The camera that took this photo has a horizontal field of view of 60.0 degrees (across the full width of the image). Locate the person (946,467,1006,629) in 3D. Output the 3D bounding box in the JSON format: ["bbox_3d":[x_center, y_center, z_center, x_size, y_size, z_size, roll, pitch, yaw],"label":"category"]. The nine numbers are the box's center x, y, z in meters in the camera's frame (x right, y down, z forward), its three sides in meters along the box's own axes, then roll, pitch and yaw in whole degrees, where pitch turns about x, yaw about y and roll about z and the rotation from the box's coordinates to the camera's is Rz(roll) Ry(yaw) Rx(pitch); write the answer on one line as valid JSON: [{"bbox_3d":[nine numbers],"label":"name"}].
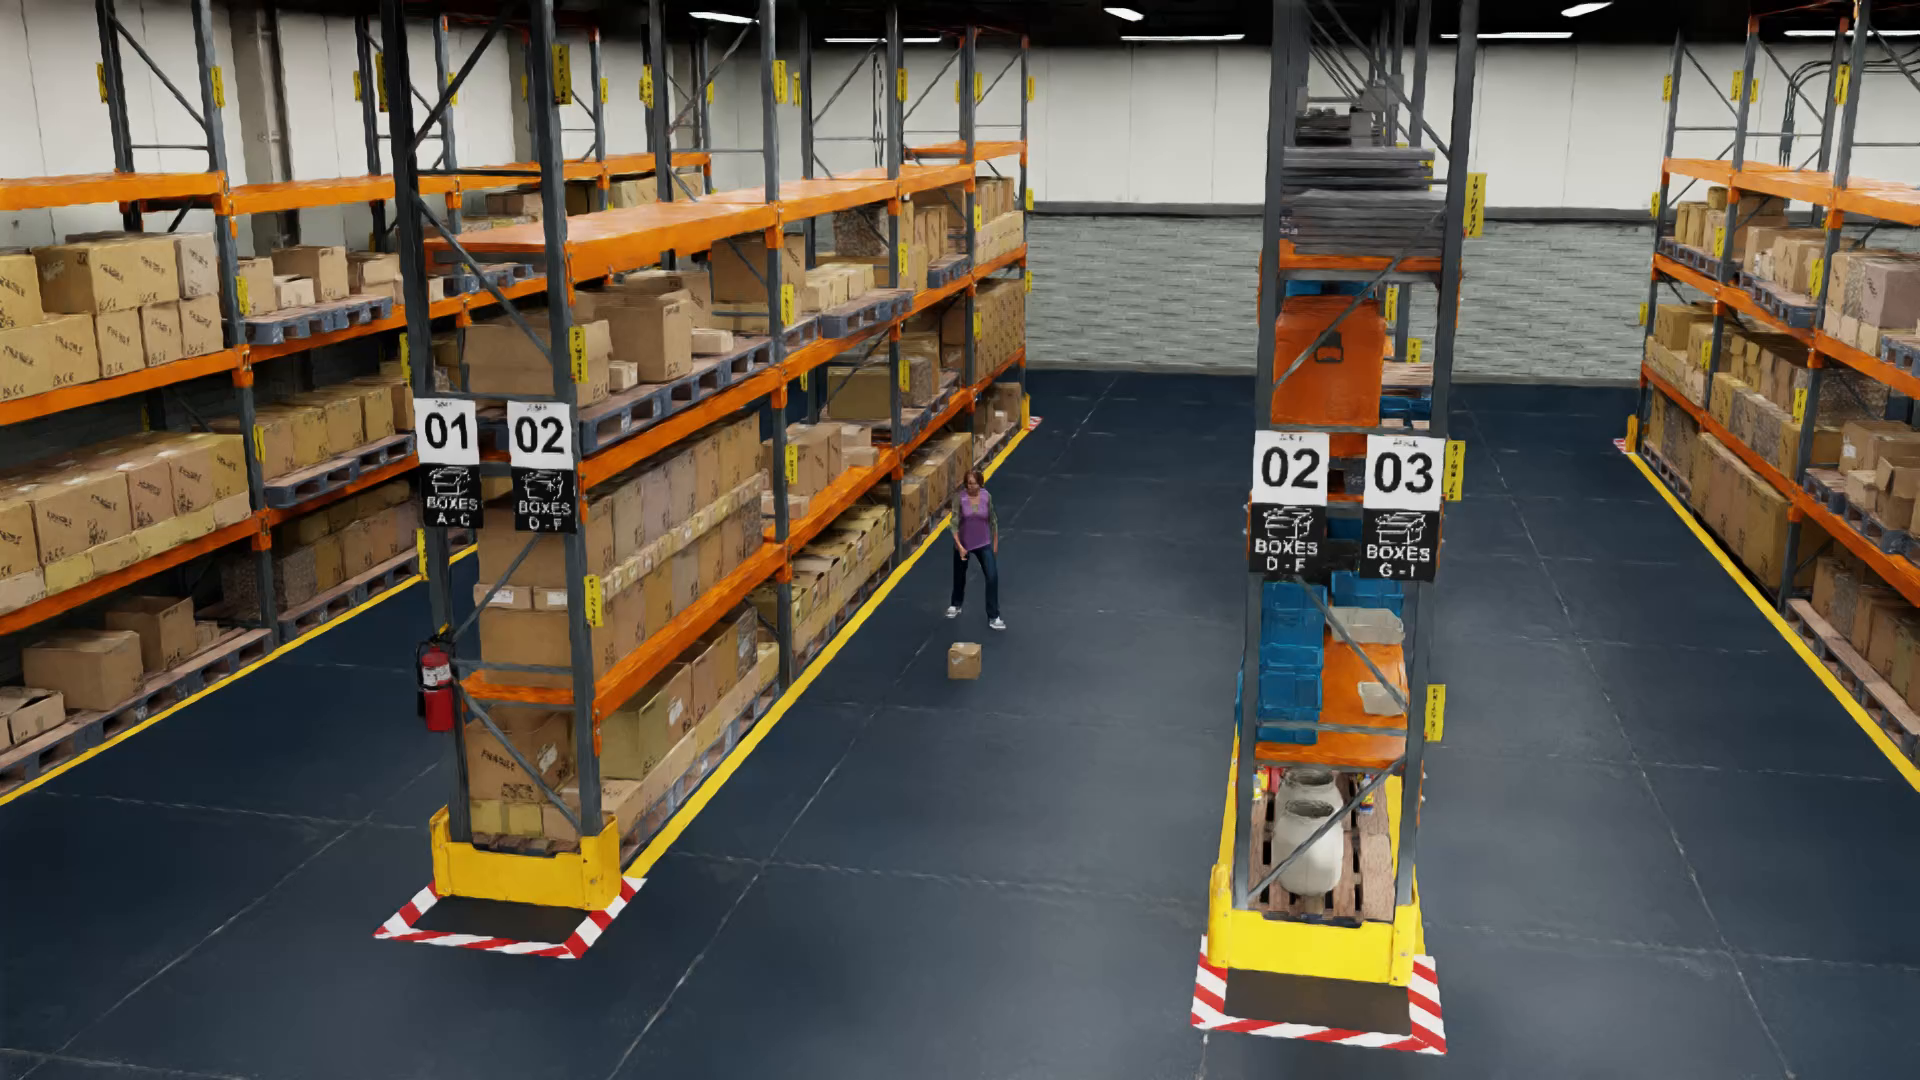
[{"bbox_3d":[0.140,0.044,15.911,0.515,1.543,0.726,-2,15,-7],"label":"person"}]
